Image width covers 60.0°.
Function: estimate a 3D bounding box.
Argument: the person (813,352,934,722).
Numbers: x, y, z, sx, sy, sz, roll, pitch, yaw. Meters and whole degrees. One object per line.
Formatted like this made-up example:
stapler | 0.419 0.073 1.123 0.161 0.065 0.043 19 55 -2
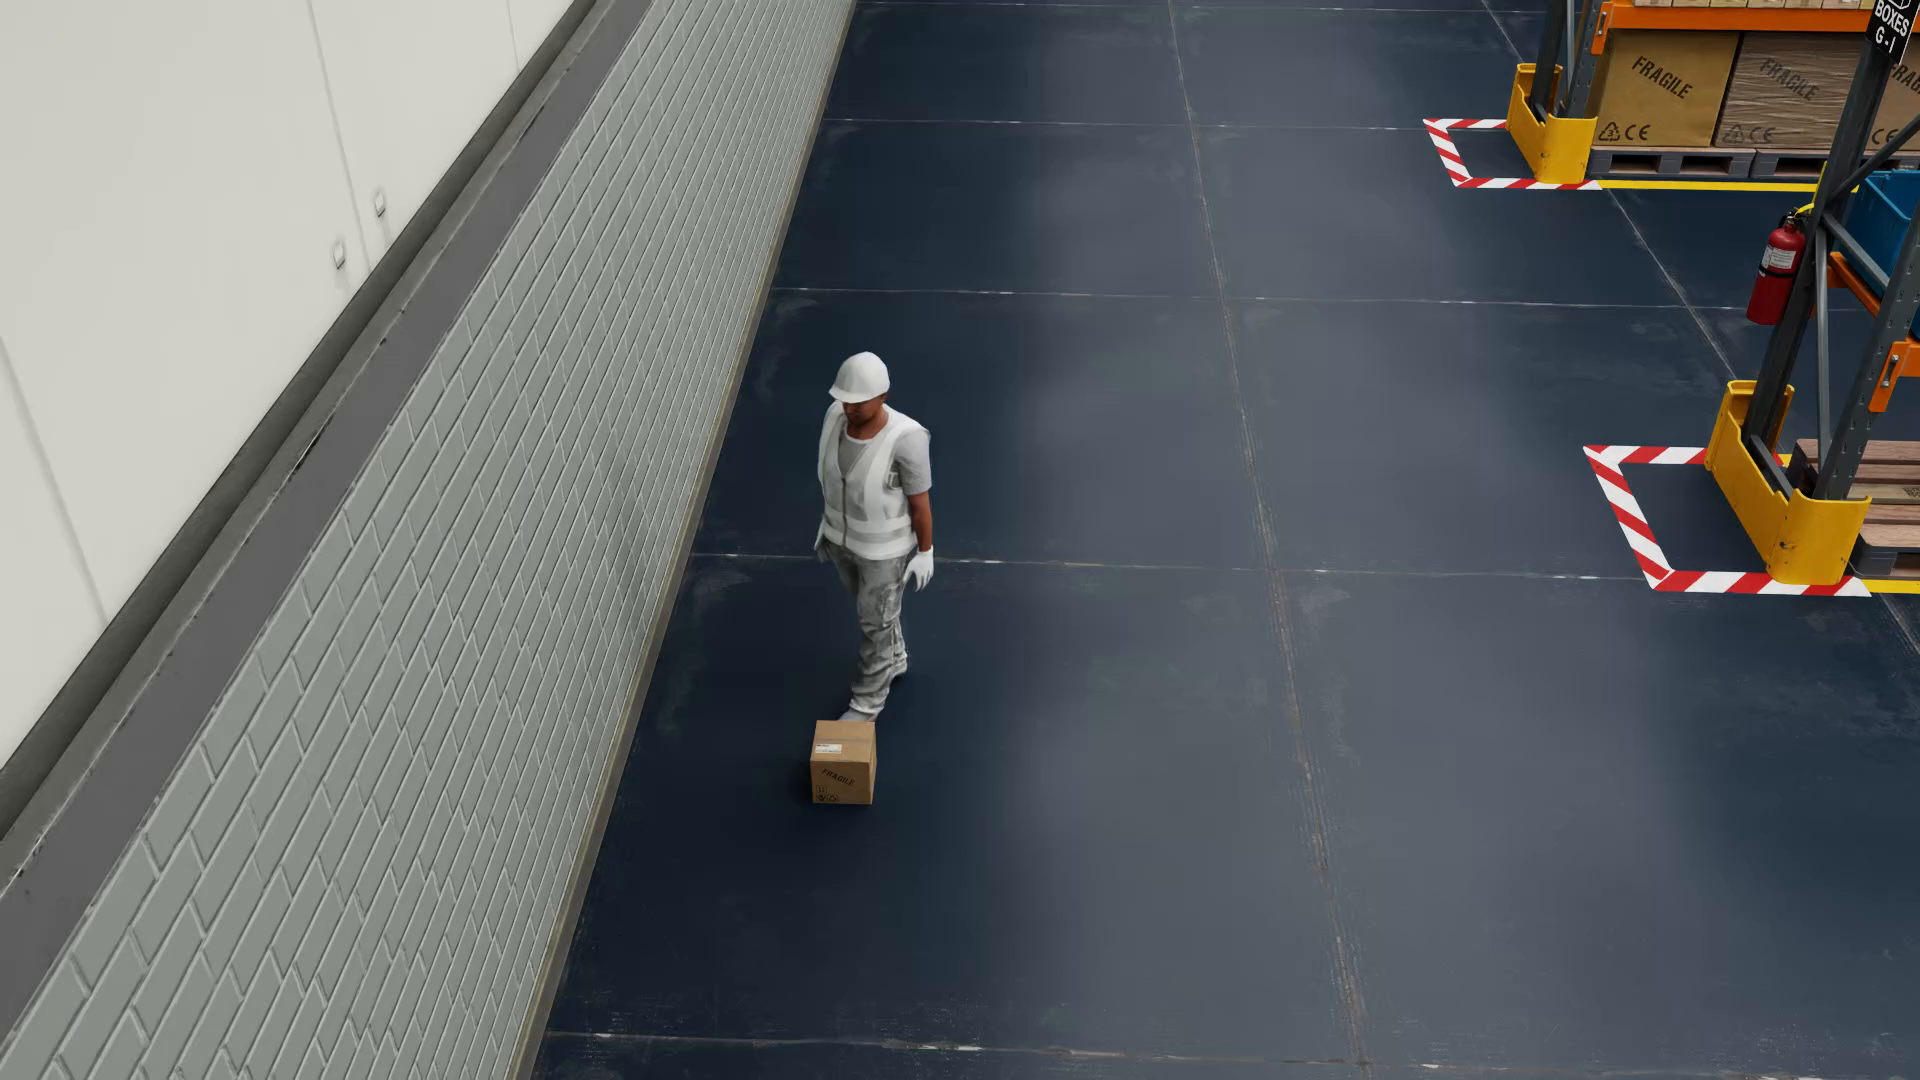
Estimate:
person | -0.412 0.030 7.048 0.574 1.787 0.612 25 43 31
